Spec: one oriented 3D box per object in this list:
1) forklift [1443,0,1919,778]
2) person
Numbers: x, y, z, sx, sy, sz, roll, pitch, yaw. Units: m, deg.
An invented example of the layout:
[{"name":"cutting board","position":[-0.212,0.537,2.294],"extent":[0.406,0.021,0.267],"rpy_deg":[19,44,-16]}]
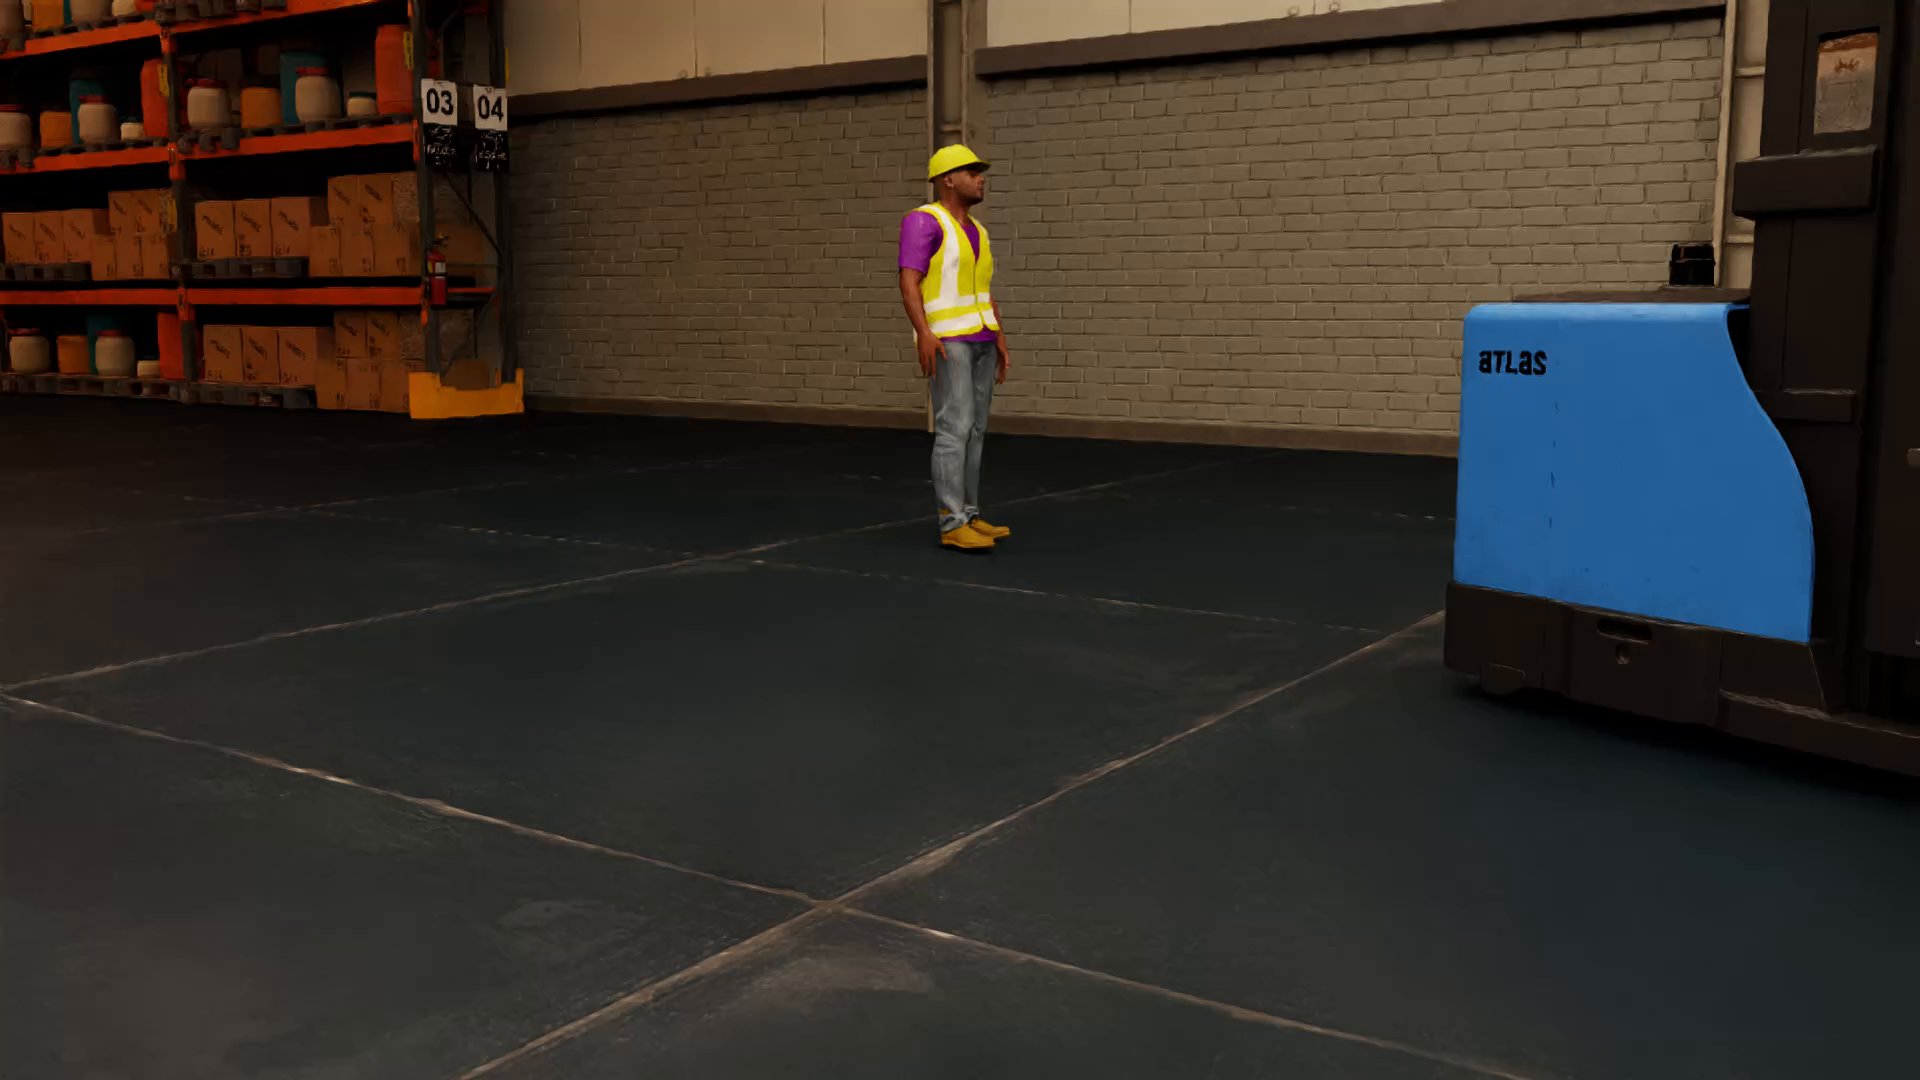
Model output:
[{"name":"forklift","position":[2.589,-0.898,3.505],"extent":[1.130,2.935,3.031],"rpy_deg":[-5,10,-34]},{"name":"person","position":[0.055,-0.875,7.435],"extent":[0.576,1.766,0.665],"rpy_deg":[5,10,34]}]
